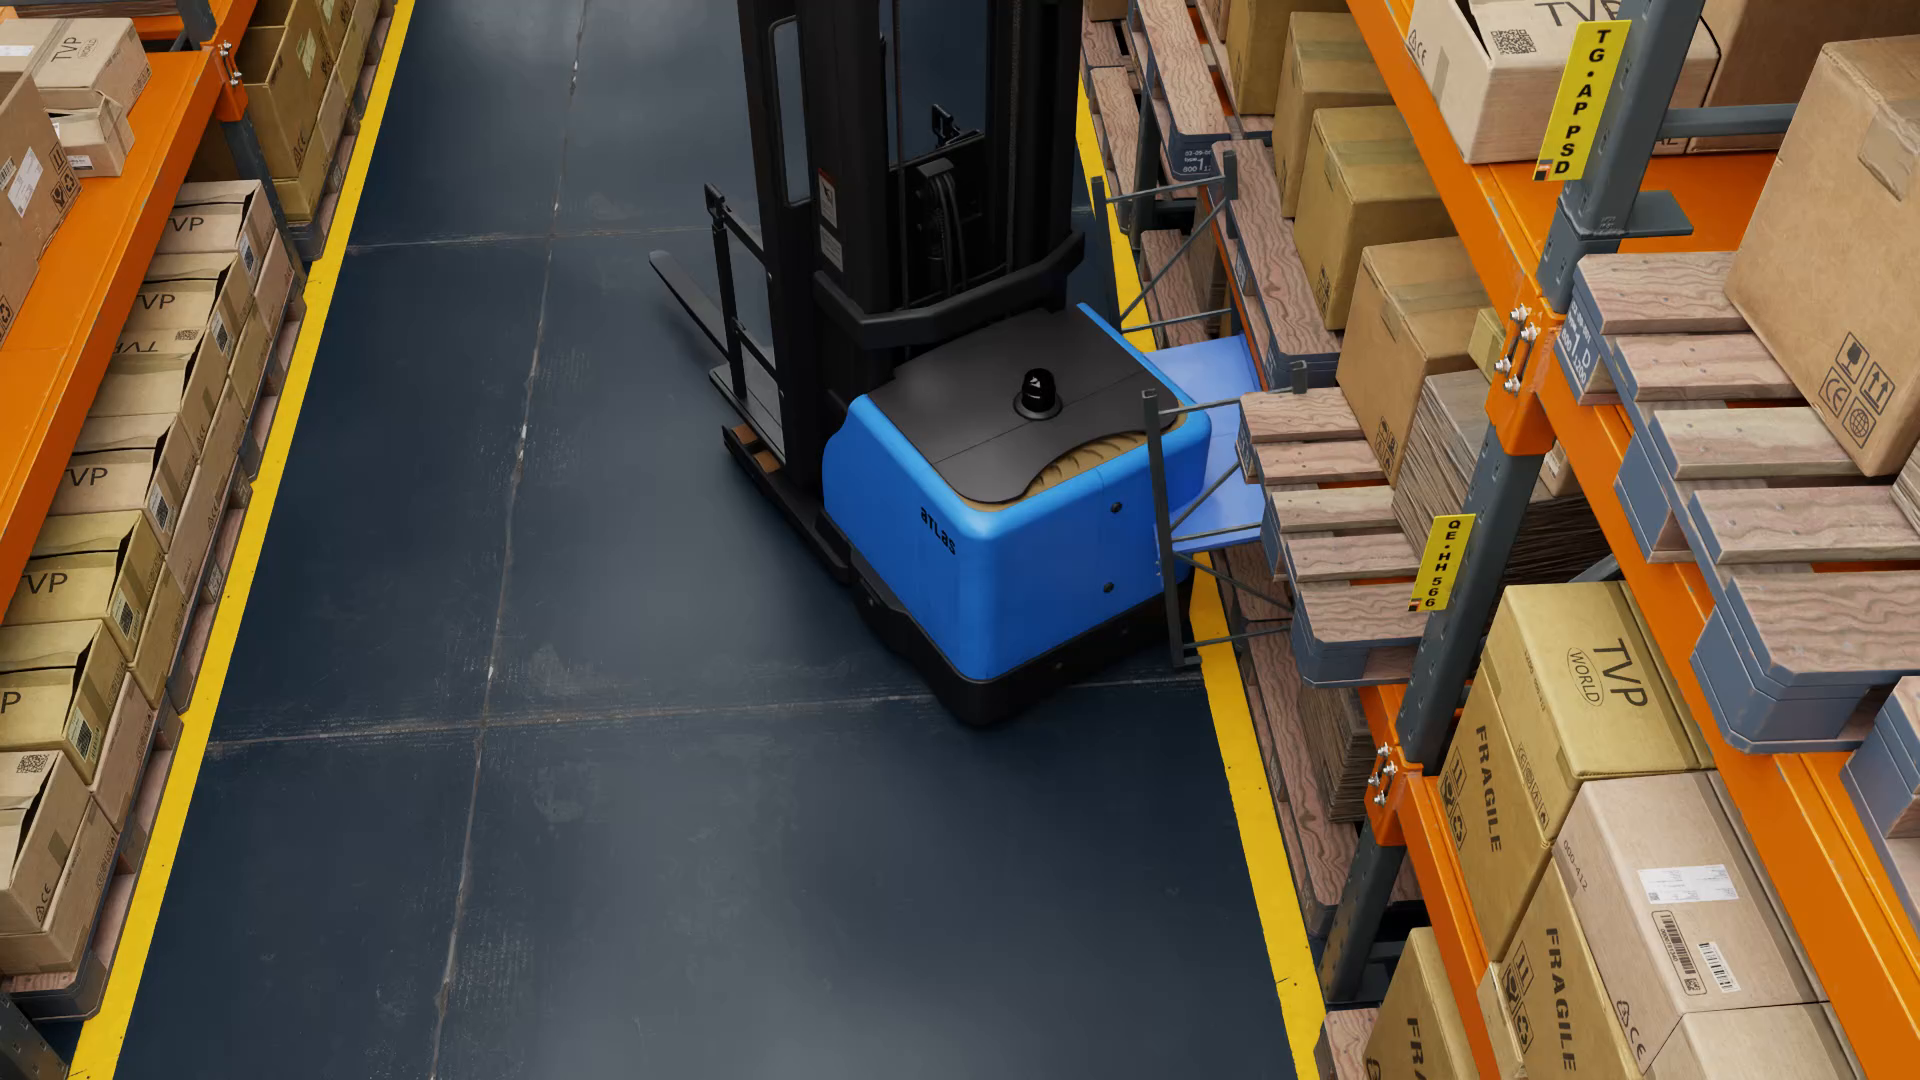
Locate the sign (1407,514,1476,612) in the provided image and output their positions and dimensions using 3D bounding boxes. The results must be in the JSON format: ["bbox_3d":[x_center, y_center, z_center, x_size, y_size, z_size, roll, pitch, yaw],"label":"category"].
[{"bbox_3d":[1.127,0.057,3.887,0.100,0.325,0.005,-3,47,-3],"label":"sign"}]

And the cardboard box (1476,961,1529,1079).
[{"bbox_3d":[1.414,1.100,3.802,0.380,0.149,0.250,-2,47,-2],"label":"cardboard box"}]

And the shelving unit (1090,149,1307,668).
[{"bbox_3d":[0.867,-0.427,5.936,0.538,1.500,1.048,-11,51,4],"label":"shelving unit"}]

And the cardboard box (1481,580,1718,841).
[{"bbox_3d":[1.450,0.351,3.547,0.500,0.250,0.500,-2,47,-2],"label":"cardboard box"}]

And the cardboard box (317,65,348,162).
[{"bbox_3d":[-3.378,-2.117,8.294,0.500,0.250,0.500,-3,47,-3],"label":"cardboard box"}]

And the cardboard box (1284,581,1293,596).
[{"bbox_3d":[1.557,-0.159,6.253,0.700,0.500,0.500,-4,47,-4],"label":"cardboard box"}]

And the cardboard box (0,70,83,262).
[{"bbox_3d":[-3.512,-1.299,5.845,0.500,0.500,0.500,0,47,0],"label":"cardboard box"}]

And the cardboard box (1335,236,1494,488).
[{"bbox_3d":[1.543,-0.540,4.824,0.700,0.500,0.500,-7,47,-7],"label":"cardboard box"}]

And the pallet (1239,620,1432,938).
[{"bbox_3d":[1.603,0.781,5.865,1.003,0.211,1.213,-3,47,-3],"label":"pallet"}]

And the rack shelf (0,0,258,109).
[{"bbox_3d":[-3.772,-3.402,8.402,1.077,0.370,4.000,-3,47,-3],"label":"rack shelf"}]

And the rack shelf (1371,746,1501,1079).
[{"bbox_3d":[1.834,2.082,3.208,1.077,0.370,4.000,-3,47,-3],"label":"rack shelf"}]

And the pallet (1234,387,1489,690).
[{"bbox_3d":[1.501,-0.055,4.869,1.213,0.211,1.003,-3,47,-3],"label":"pallet"}]

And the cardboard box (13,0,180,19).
[{"bbox_3d":[-3.648,-2.558,7.037,0.700,0.500,0.500,-5,47,-4],"label":"cardboard box"}]

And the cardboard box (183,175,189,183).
[{"bbox_3d":[-3.861,-1.724,7.921,0.500,0.250,0.500,-3,47,-3],"label":"cardboard box"}]

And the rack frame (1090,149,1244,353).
[{"bbox_3d":[0.814,-0.821,6.253,0.500,1.500,0.032,-11,51,4],"label":"rack frame"}]

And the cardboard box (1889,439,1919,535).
[{"bbox_3d":[1.861,-0.102,2.343,0.700,0.500,0.500,-6,47,-5],"label":"cardboard box"}]

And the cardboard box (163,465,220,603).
[{"bbox_3d":[-3.156,-0.015,6.302,0.500,0.250,0.500,-3,47,-2],"label":"cardboard box"}]

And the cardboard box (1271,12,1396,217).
[{"bbox_3d":[1.466,-1.442,5.678,0.700,0.500,0.500,2,47,2],"label":"cardboard box"}]

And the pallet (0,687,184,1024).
[{"bbox_3d":[-3.299,1.052,5.608,1.003,0.211,1.213,-3,47,-3],"label":"pallet"}]

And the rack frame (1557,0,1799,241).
[{"bbox_3d":[1.667,-1.675,2.139,1.000,3.000,0.127,-3,47,-3],"label":"rack frame"}]

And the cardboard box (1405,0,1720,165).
[{"bbox_3d":[1.337,-1.124,3.731,0.500,0.311,0.500,-3,47,-3],"label":"cardboard box"}]

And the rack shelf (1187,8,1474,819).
[{"bbox_3d":[1.499,-0.812,5.948,1.077,0.370,4.000,-3,47,-3],"label":"rack shelf"}]

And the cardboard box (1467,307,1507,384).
[{"bbox_3d":[1.566,-0.501,4.340,0.380,0.149,0.250,-11,47,-10],"label":"cardboard box"}]

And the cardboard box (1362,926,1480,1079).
[{"bbox_3d":[1.597,1.523,4.433,0.750,0.750,0.750,-4,47,-4],"label":"cardboard box"}]

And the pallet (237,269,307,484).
[{"bbox_3d":[-3.504,-0.713,7.280,1.003,0.211,1.213,-3,47,-3],"label":"pallet"}]

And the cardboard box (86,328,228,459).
[{"bbox_3d":[-3.195,-0.581,6.453,0.500,0.311,0.500,-4,47,-3],"label":"cardboard box"}]

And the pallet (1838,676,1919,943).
[{"bbox_3d":[1.870,0.693,2.092,1.003,0.211,1.213,-2,47,-1],"label":"pallet"}]

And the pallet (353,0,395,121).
[{"bbox_3d":[-3.734,-2.706,9.168,1.003,0.211,1.213,-3,47,-3],"label":"pallet"}]

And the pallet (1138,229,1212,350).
[{"bbox_3d":[1.398,-0.984,7.537,1.003,0.211,1.213,-3,47,-3],"label":"pallet"}]

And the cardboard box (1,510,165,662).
[{"bbox_3d":[-3.113,0.154,5.756,0.500,0.311,0.500,-5,47,-4],"label":"cardboard box"}]

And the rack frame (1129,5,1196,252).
[{"bbox_3d":[1.332,-2.506,7.058,1.000,3.000,0.127,-3,47,-3],"label":"rack frame"}]

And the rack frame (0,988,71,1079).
[{"bbox_3d":[-3.269,0.692,4.029,1.000,3.000,0.127,-3,47,-3],"label":"rack frame"}]

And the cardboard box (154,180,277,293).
[{"bbox_3d":[-3.285,-1.319,7.151,0.500,0.311,0.500,-3,47,-3],"label":"cardboard box"}]

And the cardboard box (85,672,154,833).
[{"bbox_3d":[-3.064,0.732,5.595,0.500,0.250,0.500,-5,47,-4],"label":"cardboard box"}]

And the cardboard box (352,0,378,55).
[{"bbox_3d":[-3.462,-2.841,8.979,0.500,0.250,0.500,-3,47,-3],"label":"cardboard box"}]

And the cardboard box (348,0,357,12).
[{"bbox_3d":[-3.459,-3.099,8.707,0.500,0.500,0.500,-3,47,-3],"label":"cardboard box"}]

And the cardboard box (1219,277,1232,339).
[{"bbox_3d":[1.503,-0.896,6.951,0.700,0.500,0.500,-4,47,-4],"label":"cardboard box"}]

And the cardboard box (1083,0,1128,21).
[{"bbox_3d":[1.024,-3.240,9.171,0.700,0.500,0.500,-6,47,-6],"label":"cardboard box"}]

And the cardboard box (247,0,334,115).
[{"bbox_3d":[-3.381,-2.375,8.021,0.500,0.500,0.500,-3,47,-3],"label":"cardboard box"}]

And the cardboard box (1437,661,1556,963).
[{"bbox_3d":[1.452,0.611,3.818,0.500,0.500,0.500,-2,47,-2],"label":"cardboard box"}]

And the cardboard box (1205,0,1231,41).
[{"bbox_3d":[1.340,-2.322,6.511,0.700,0.500,0.500,-3,47,-3],"label":"cardboard box"}]

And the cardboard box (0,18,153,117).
[{"bbox_3d":[-3.520,-1.797,6.490,0.500,0.250,0.500,-1,47,-1],"label":"cardboard box"}]

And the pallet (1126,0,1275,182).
[{"bbox_3d":[1.251,-1.878,6.595,1.003,0.211,1.213,-3,47,-3],"label":"pallet"}]

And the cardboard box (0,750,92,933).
[{"bbox_3d":[-3.021,0.903,5.047,0.500,0.311,0.500,-2,47,-2],"label":"cardboard box"}]

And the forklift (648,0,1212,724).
[{"bbox_3d":[-0.341,-1.390,6.048,1.130,2.935,3.031,-25,52,-22],"label":"forklift"}]

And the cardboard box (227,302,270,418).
[{"bbox_3d":[-3.240,-0.753,7.002,0.500,0.250,0.500,-4,47,-4],"label":"cardboard box"}]
